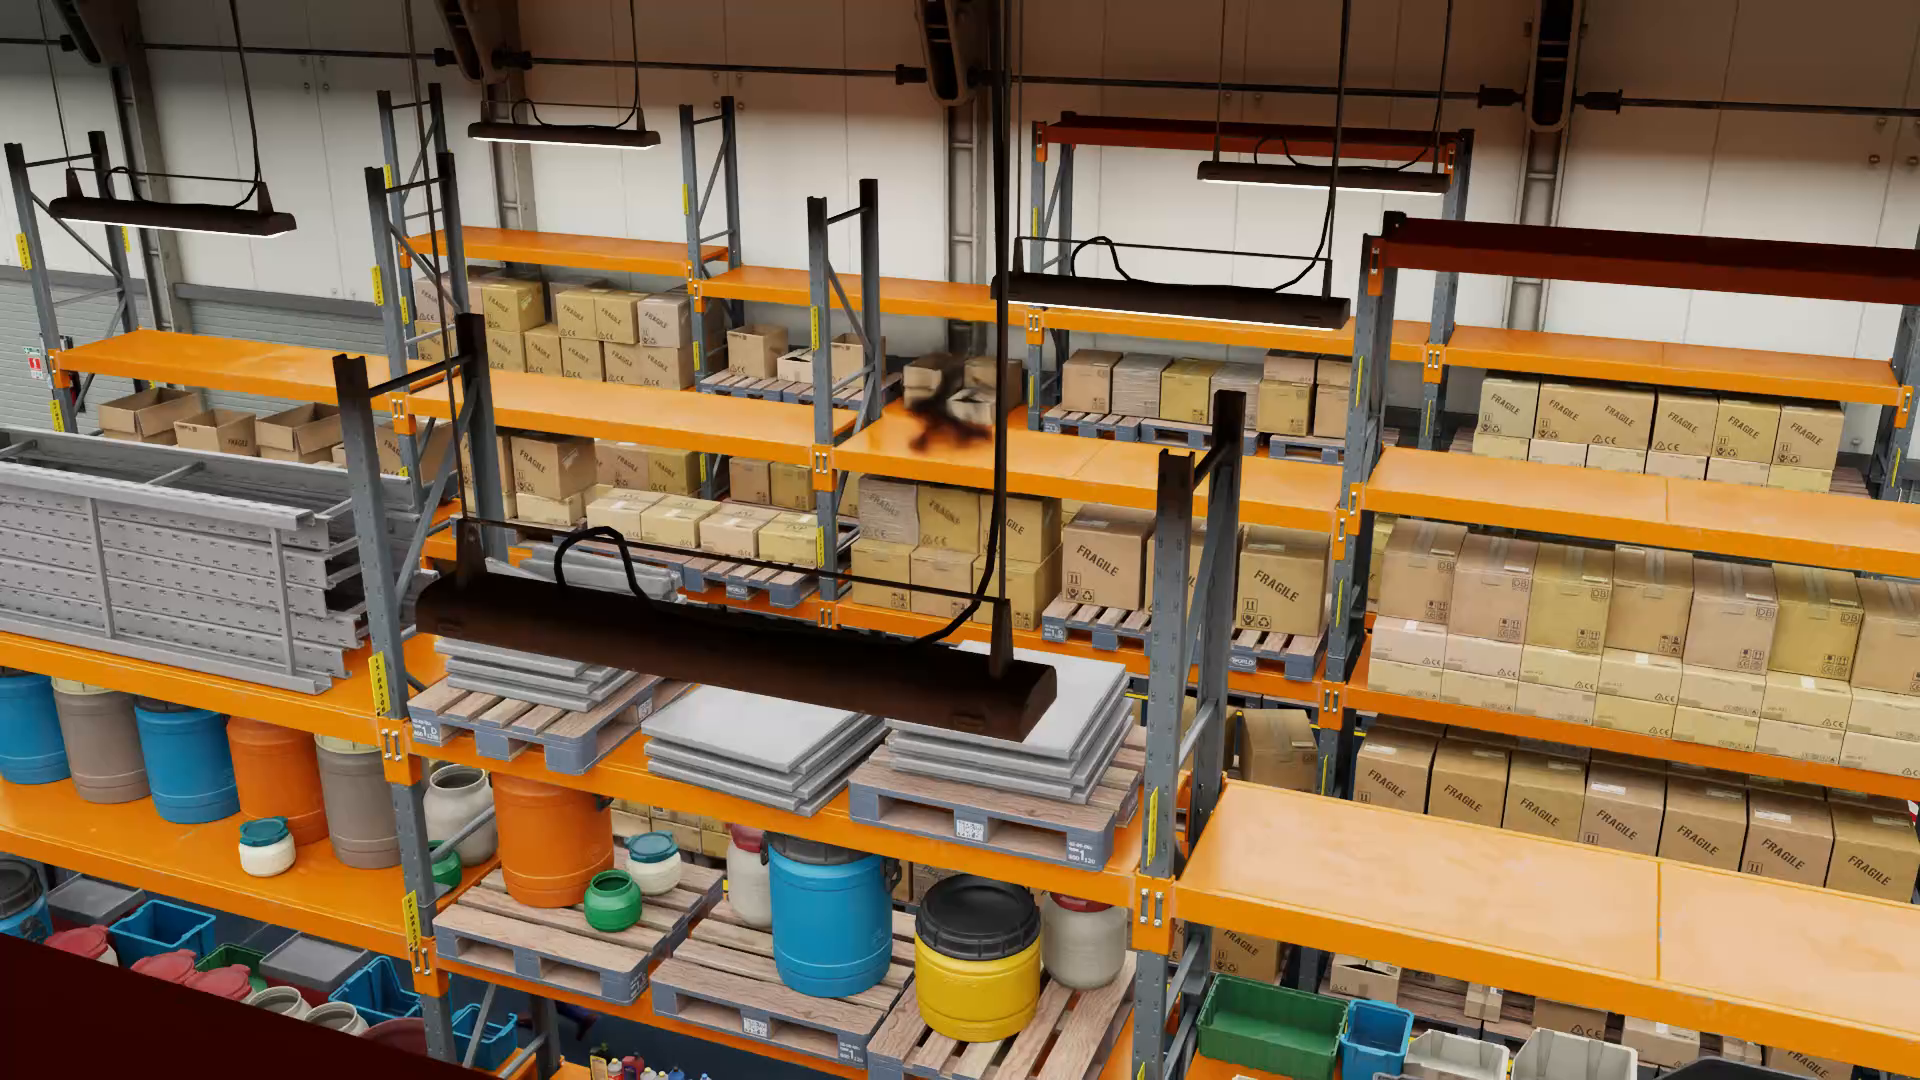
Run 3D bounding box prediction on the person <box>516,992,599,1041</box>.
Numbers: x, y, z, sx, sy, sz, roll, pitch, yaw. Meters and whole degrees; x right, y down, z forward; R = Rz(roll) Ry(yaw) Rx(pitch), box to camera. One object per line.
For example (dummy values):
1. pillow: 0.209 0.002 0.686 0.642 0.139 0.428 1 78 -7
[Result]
1. person: -3.026 2.974 12.304 0.823 1.613 0.620 7 22 18
